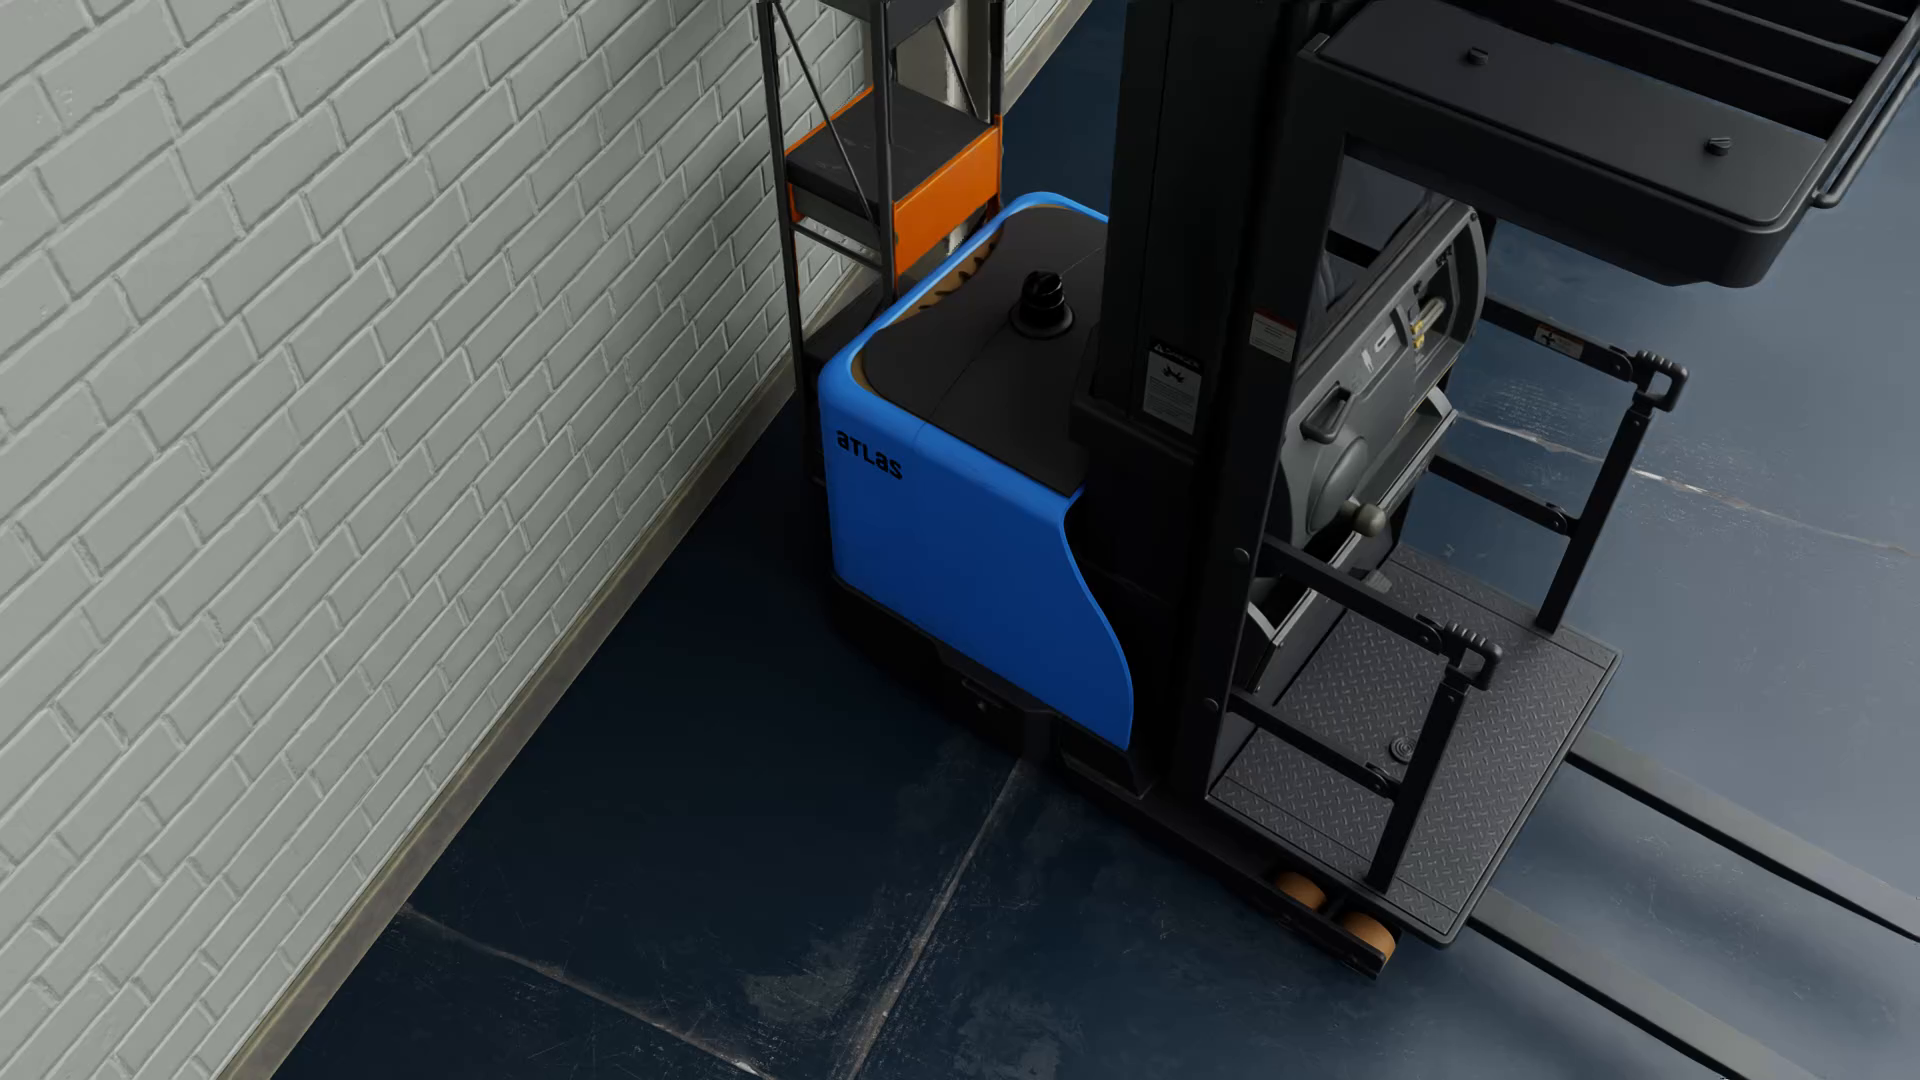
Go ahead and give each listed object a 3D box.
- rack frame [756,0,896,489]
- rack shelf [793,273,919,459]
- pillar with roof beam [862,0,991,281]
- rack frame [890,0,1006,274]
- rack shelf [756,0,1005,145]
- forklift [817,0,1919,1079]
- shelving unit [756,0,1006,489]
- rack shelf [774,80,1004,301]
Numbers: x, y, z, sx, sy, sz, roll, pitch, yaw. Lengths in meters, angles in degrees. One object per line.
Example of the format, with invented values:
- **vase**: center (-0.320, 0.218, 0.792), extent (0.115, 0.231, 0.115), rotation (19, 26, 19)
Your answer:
- **rack frame**: center (-0.339, -0.798, 4.550), extent (0.400, 2.100, 0.015), rotation (30, 56, 23)
- **rack shelf**: center (-0.193, -0.484, 5.221), extent (0.431, 0.518, 0.480), rotation (30, 56, 23)
- **pillar with roof beam**: center (3.797, -2.574, 1.532), extent (9.100, 9.000, 0.400), rotation (20, 52, 16)
- **rack frame**: center (-0.047, -1.096, 4.804), extent (0.400, 2.100, 0.015), rotation (30, 56, 23)
- **rack shelf**: center (-0.193, -1.392, 4.154), extent (0.431, 0.518, 0.480), rotation (30, 56, 23)
- **forklift**: center (1.104, -0.298, 3.579), extent (3.031, 2.935, 1.130), rotation (30, 56, 23)
- **shelving unit**: center (-0.193, -0.947, 4.677), extent (0.431, 2.100, 0.503), rotation (30, 56, 23)
- **rack shelf**: center (-0.193, -0.938, 4.687), extent (0.431, 0.518, 0.480), rotation (30, 56, 23)
